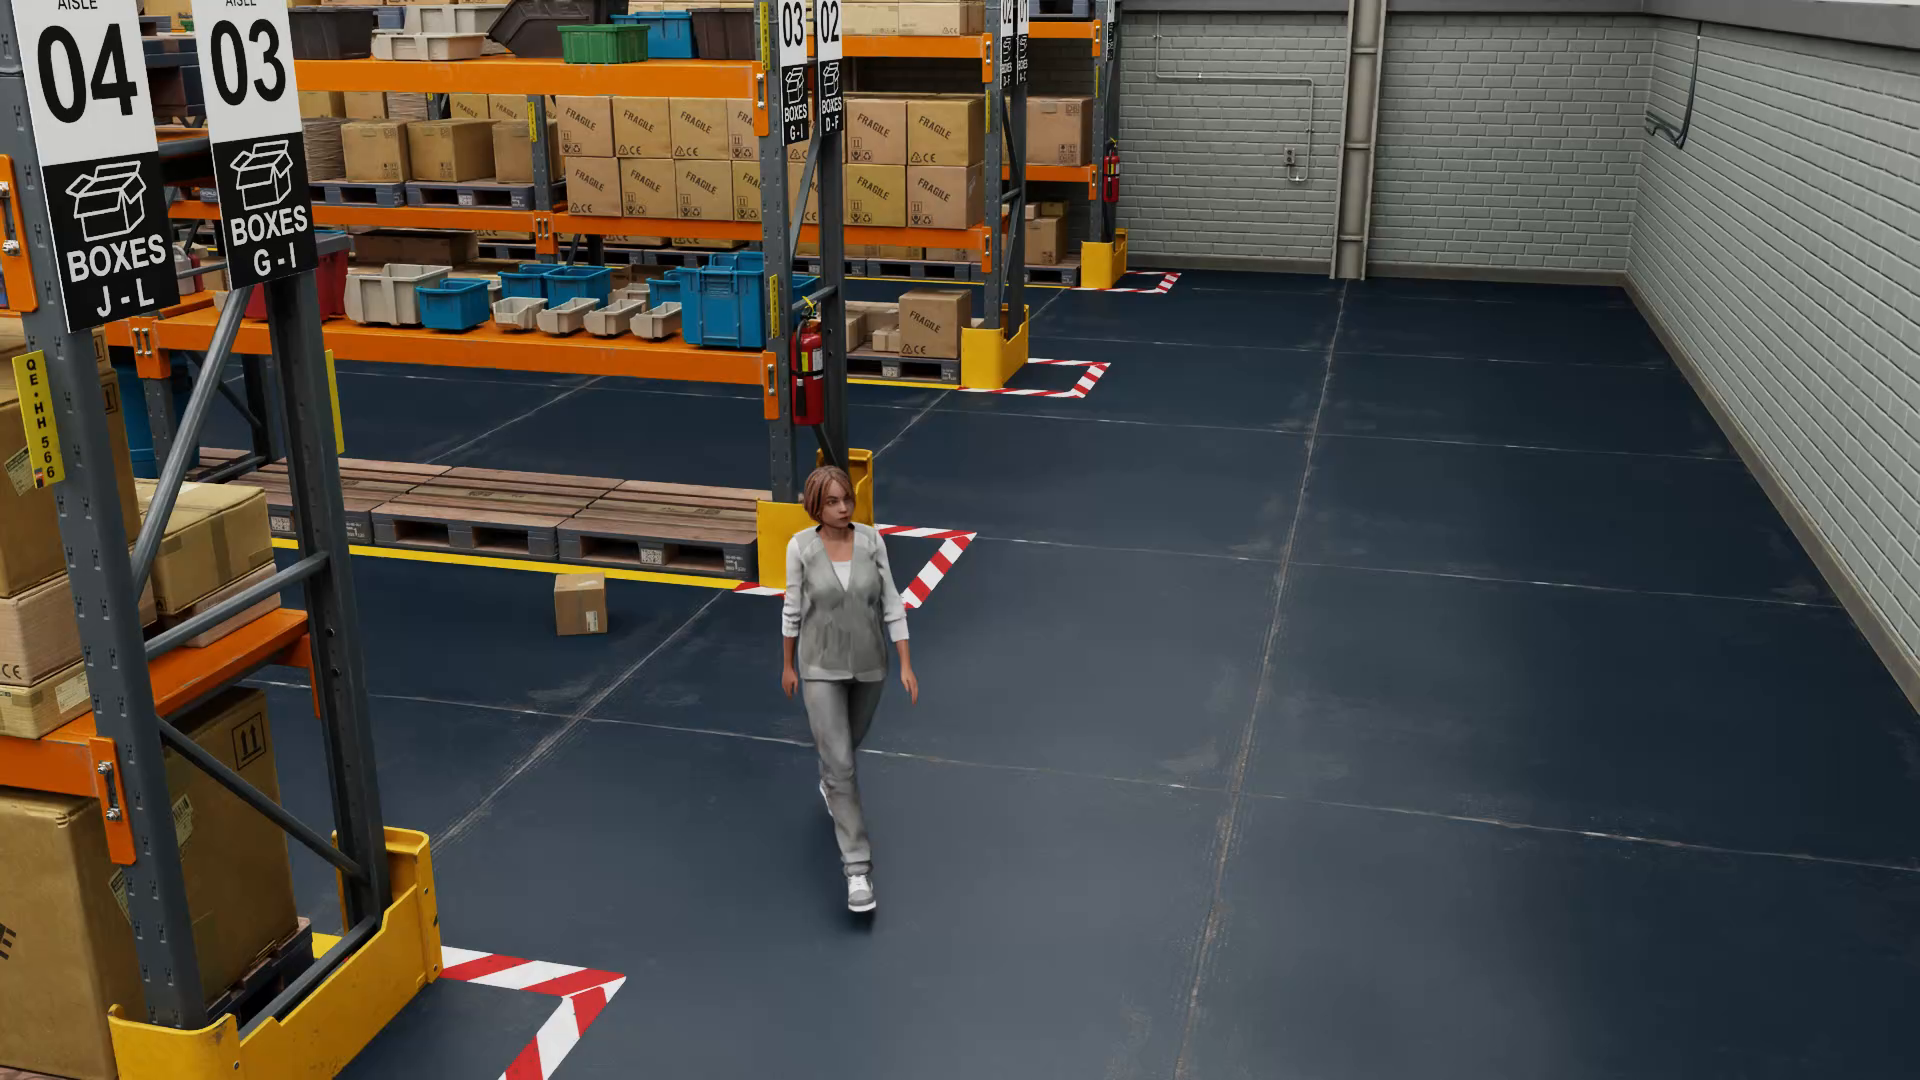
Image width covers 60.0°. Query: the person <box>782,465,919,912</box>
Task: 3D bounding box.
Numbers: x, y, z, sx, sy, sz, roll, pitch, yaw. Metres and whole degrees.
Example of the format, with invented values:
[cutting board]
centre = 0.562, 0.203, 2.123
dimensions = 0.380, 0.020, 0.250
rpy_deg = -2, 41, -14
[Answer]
[person]
centre = -0.406, 0.474, 6.141
dimensions = 0.429, 1.533, 0.979
rpy_deg = -8, 20, -21
